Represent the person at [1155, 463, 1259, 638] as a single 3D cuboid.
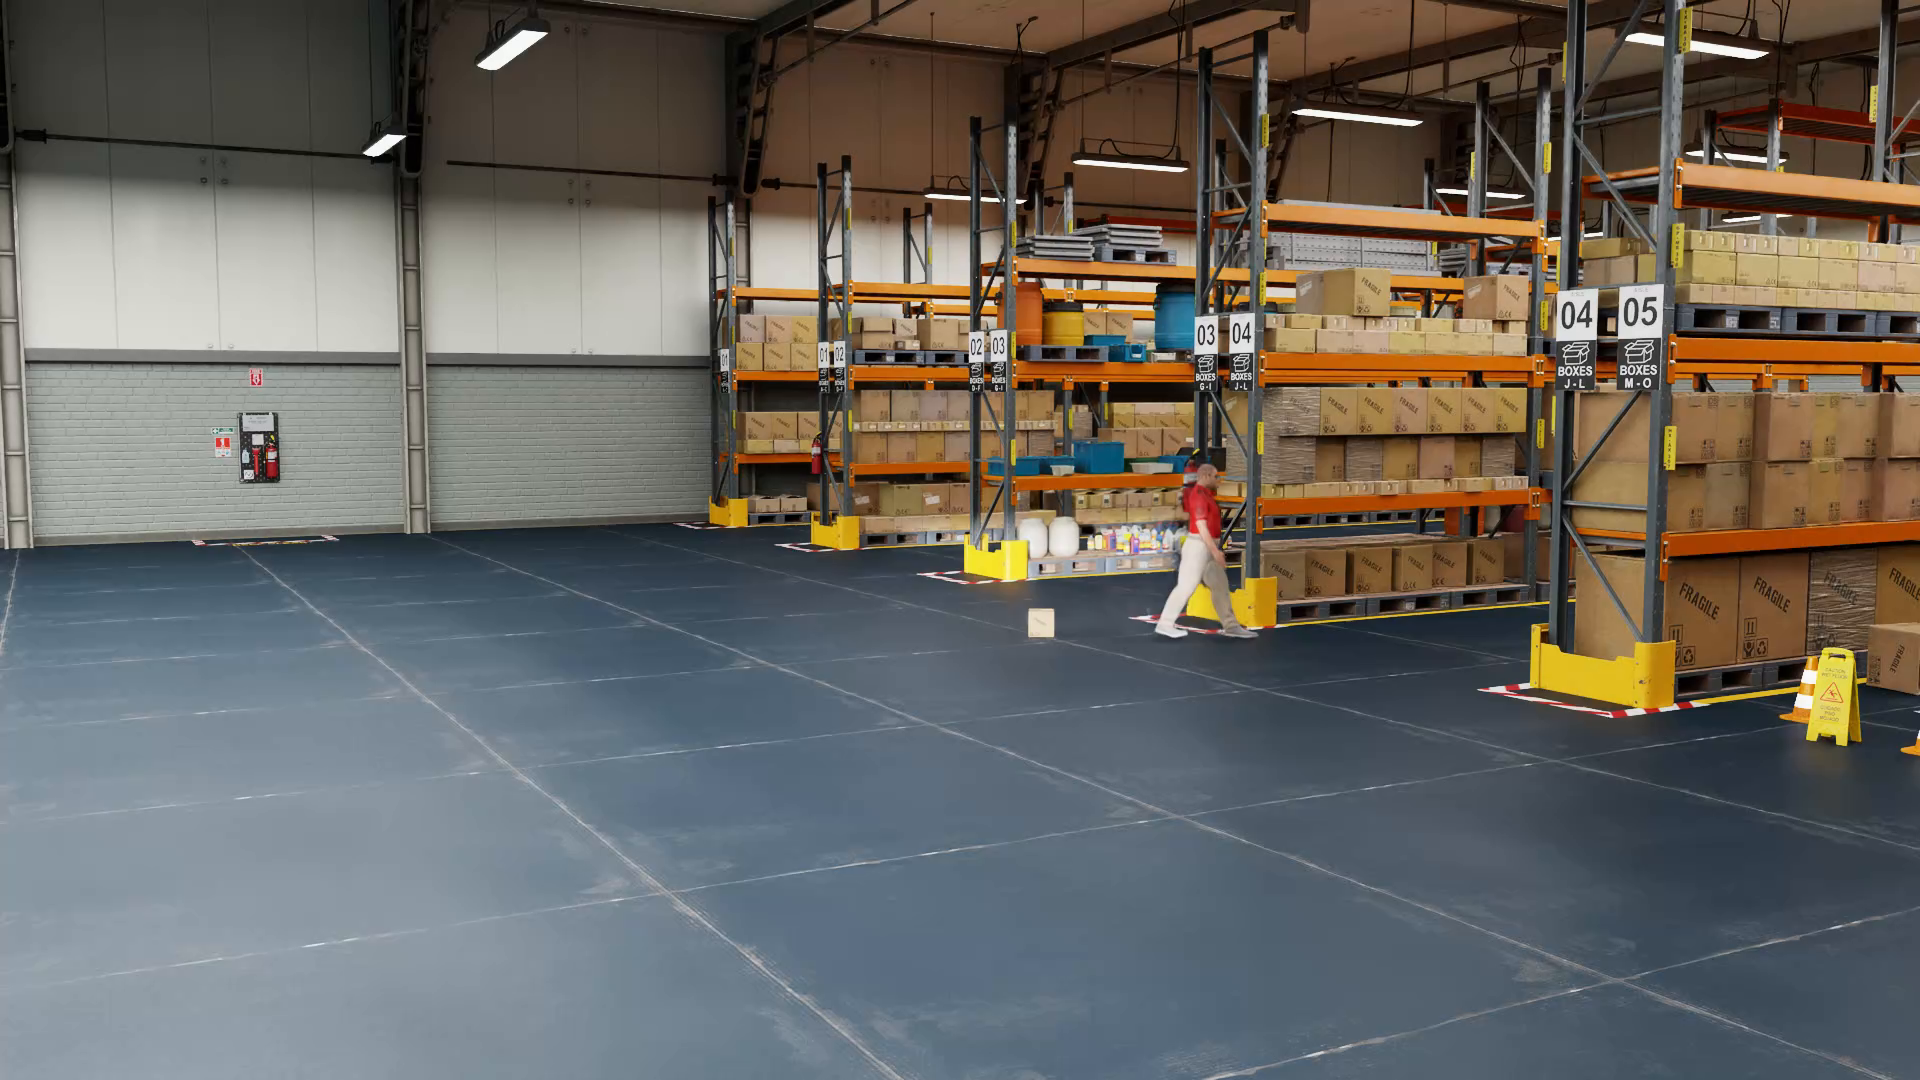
[{"bbox_3d":[2.385,0.108,15.995,0.971,1.685,0.558,2,5,18],"label":"person"}]
